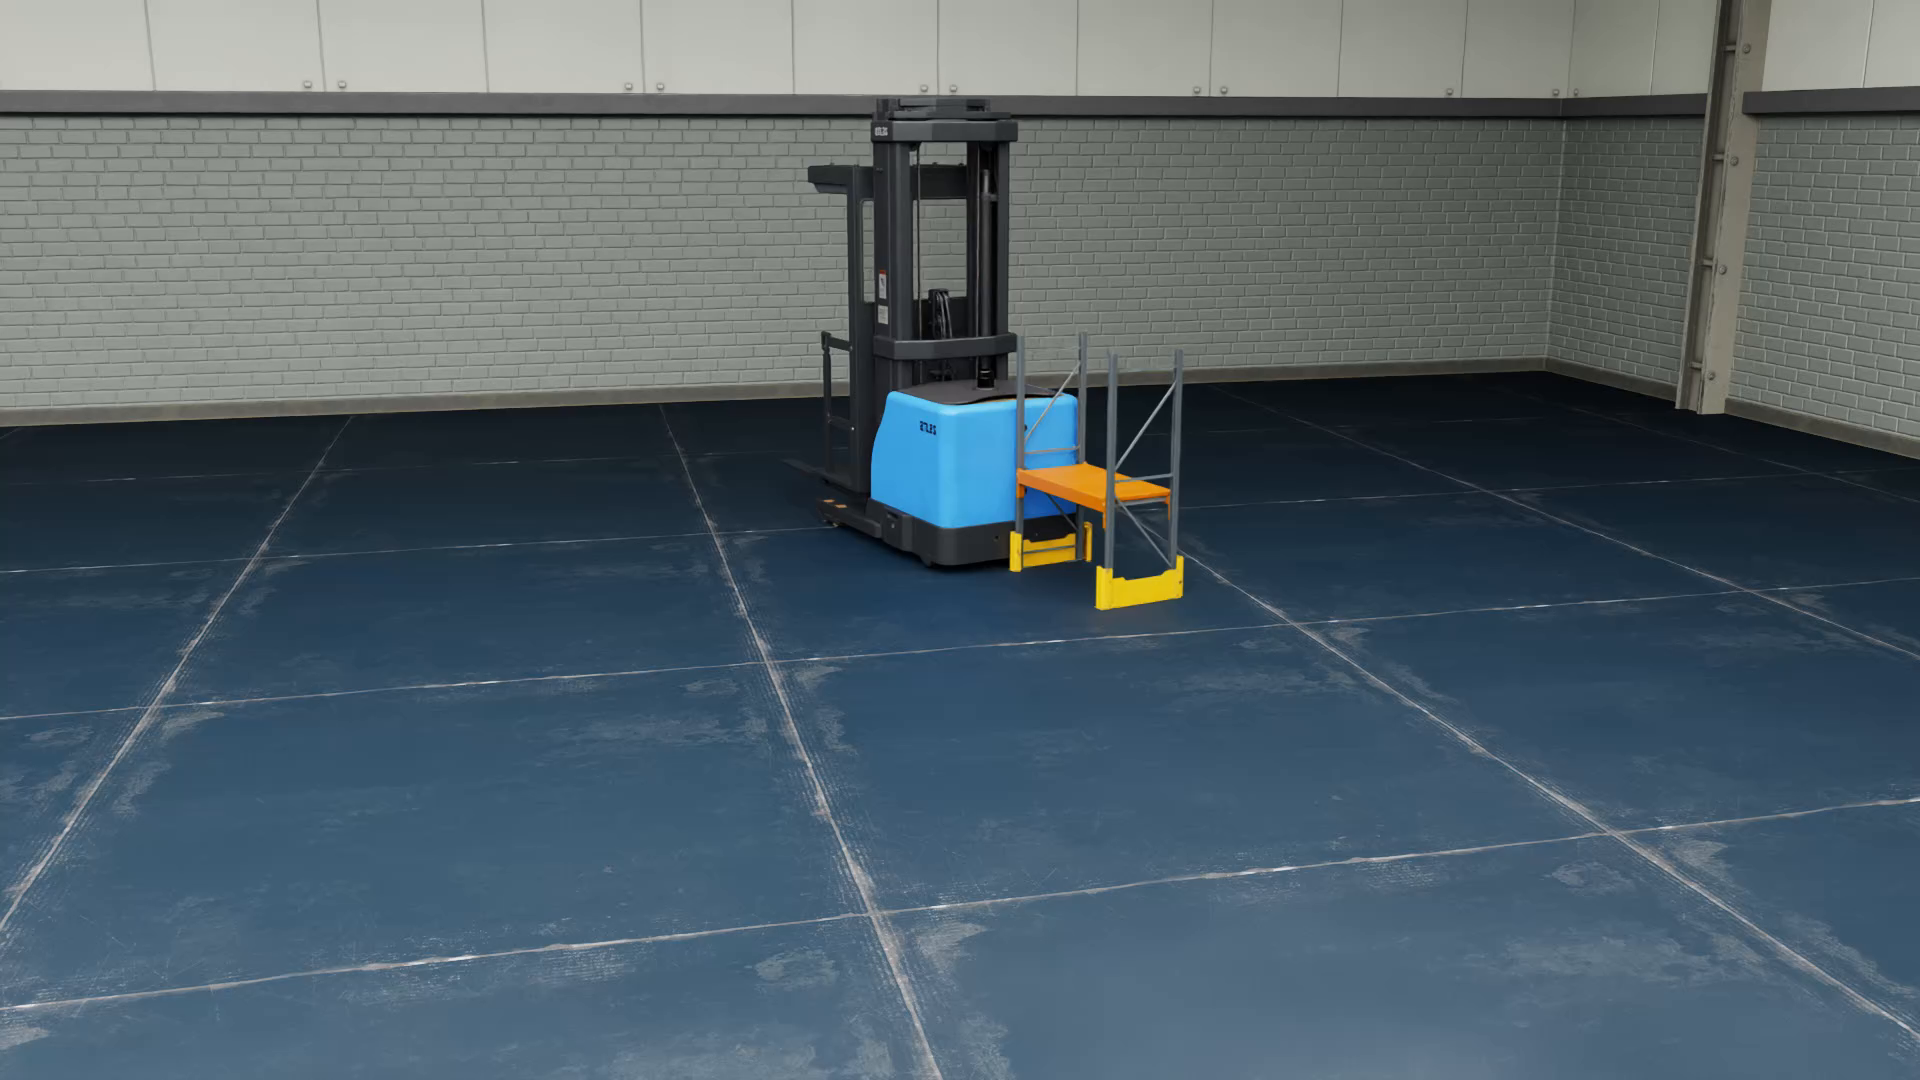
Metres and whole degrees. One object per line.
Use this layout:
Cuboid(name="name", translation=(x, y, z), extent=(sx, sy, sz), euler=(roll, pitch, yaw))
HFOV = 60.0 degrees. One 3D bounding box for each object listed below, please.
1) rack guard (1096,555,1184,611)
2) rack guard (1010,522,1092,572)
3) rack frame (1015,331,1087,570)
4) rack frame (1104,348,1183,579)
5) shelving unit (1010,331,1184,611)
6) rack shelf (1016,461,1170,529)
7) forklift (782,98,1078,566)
Cuboid(name="rack guard", translation=(1.070, 0.252, 9.871), extent=(0.587, 0.250, 0.087), euler=(-7, 16, -28))
Cuboid(name="rack guard", translation=(0.588, 0.045, 10.718), extent=(0.587, 0.250, 0.087), euler=(-7, 16, -28))
Cuboid(name="rack frame", translation=(0.579, -0.567, 10.586), extent=(0.500, 1.500, 0.032), euler=(-7, 16, -28))
Cuboid(name="rack frame", translation=(1.070, -0.355, 9.721), extent=(0.500, 1.500, 0.032), euler=(-7, 16, -28))
Cuboid(name="shelving unit", translation=(0.829, -0.459, 10.146), extent=(0.587, 1.500, 1.083), euler=(-7, 16, -28))
Cuboid(name="rack shelf", translation=(0.825, -0.286, 10.196), extent=(0.538, 0.185, 1.000), euler=(-7, 16, -28))
Cuboid(name="forklift", translation=(-0.375, -1.559, 11.632), extent=(1.130, 2.935, 3.031), euler=(-7, 16, -28))
